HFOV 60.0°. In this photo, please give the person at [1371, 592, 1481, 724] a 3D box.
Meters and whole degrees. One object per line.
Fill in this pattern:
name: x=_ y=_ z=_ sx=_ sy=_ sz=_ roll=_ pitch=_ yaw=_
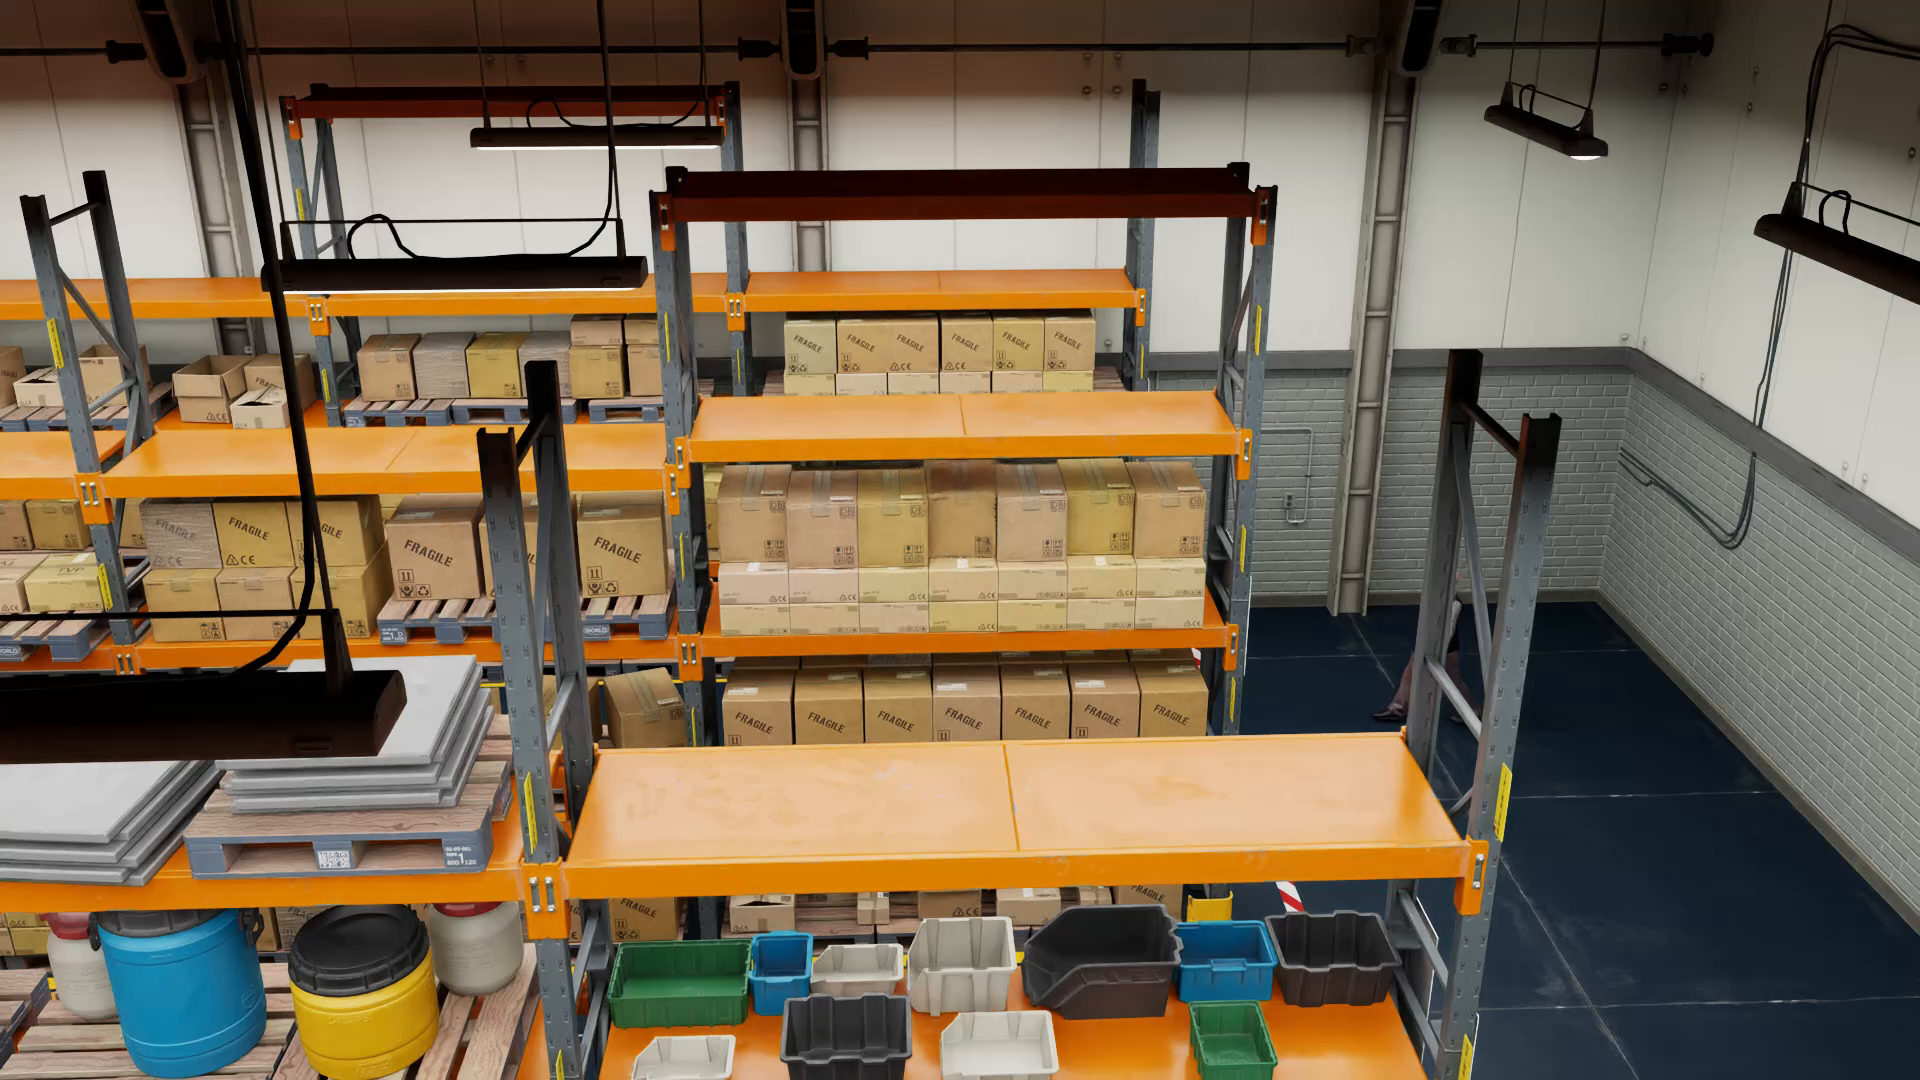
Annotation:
person: x=4.651 y=1.047 z=16.318 sx=1.068 sy=1.667 sz=0.590 roll=-2 pitch=22 yaw=-5
